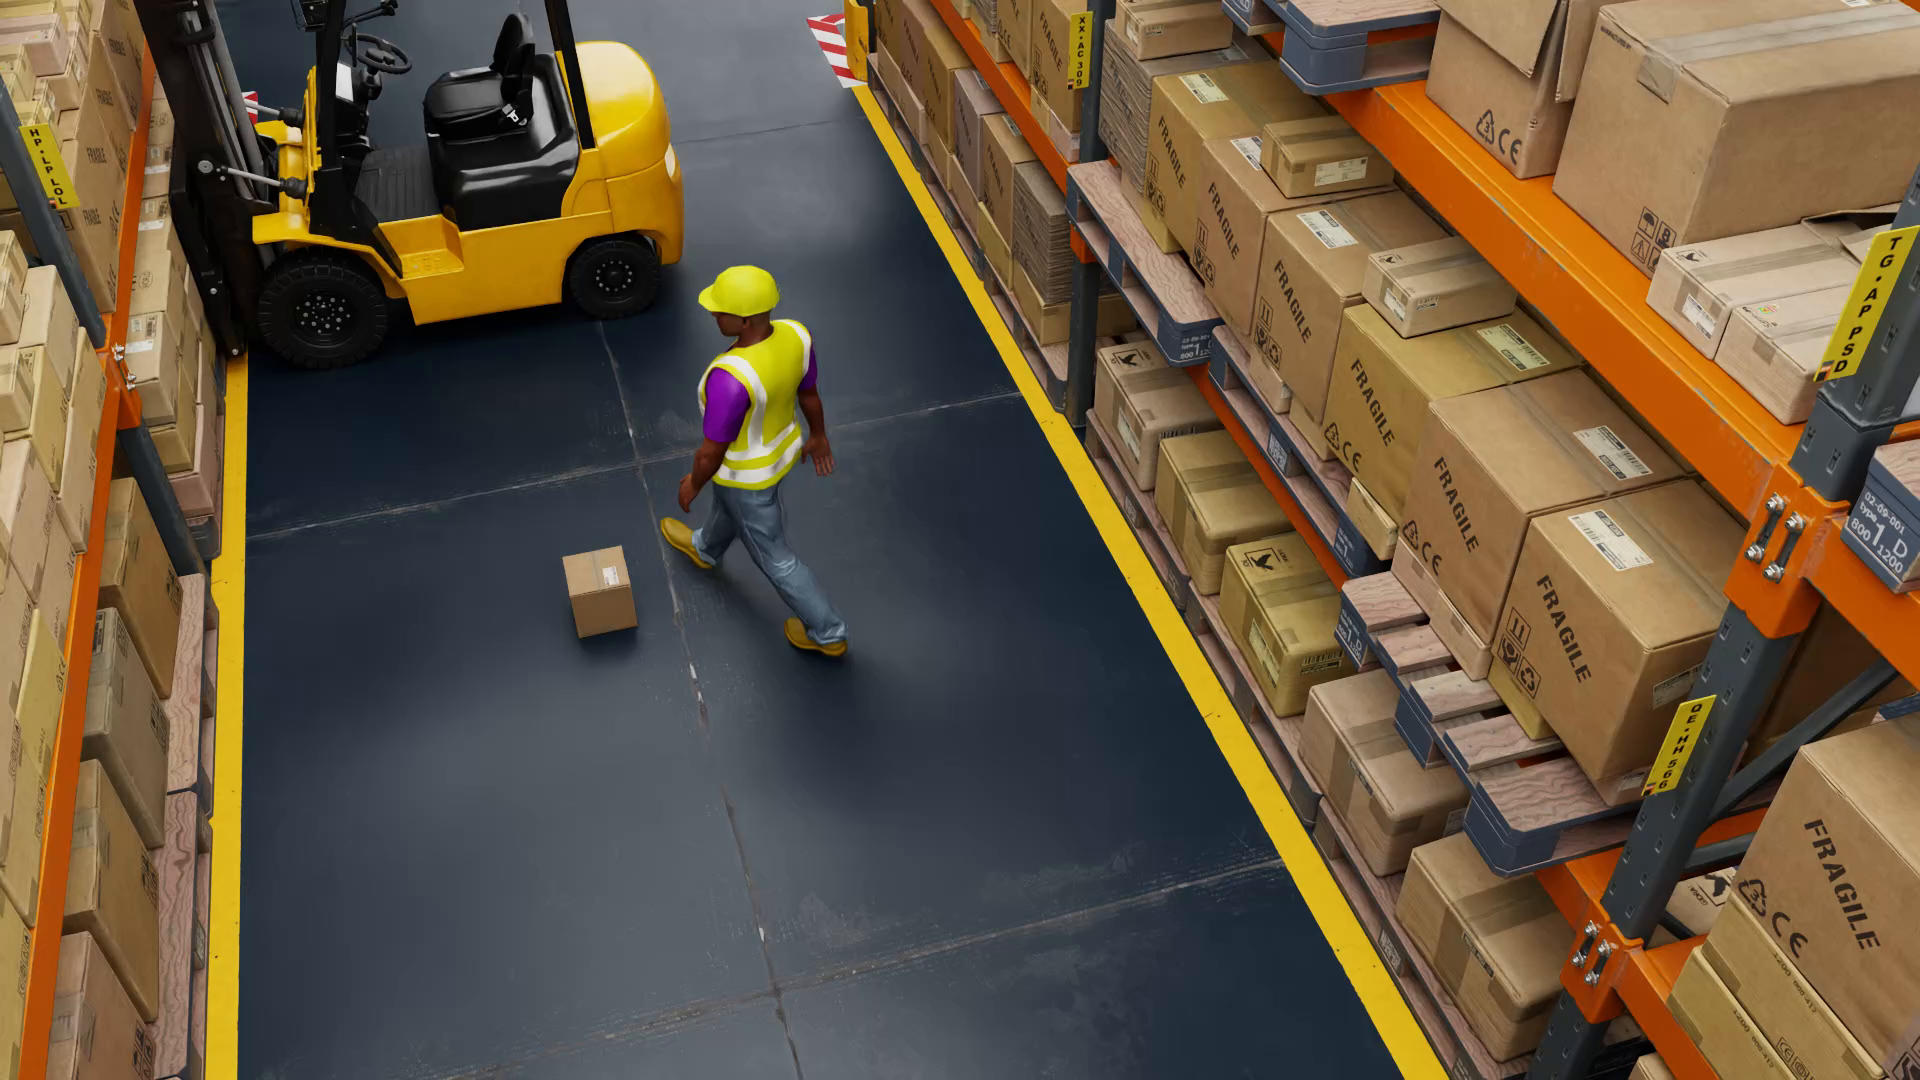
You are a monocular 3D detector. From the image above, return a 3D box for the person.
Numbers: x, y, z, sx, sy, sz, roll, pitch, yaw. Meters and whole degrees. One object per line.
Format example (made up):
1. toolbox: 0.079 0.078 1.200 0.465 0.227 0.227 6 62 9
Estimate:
1. person: -0.894 -0.356 6.562 1.074 1.703 0.597 17 45 18
